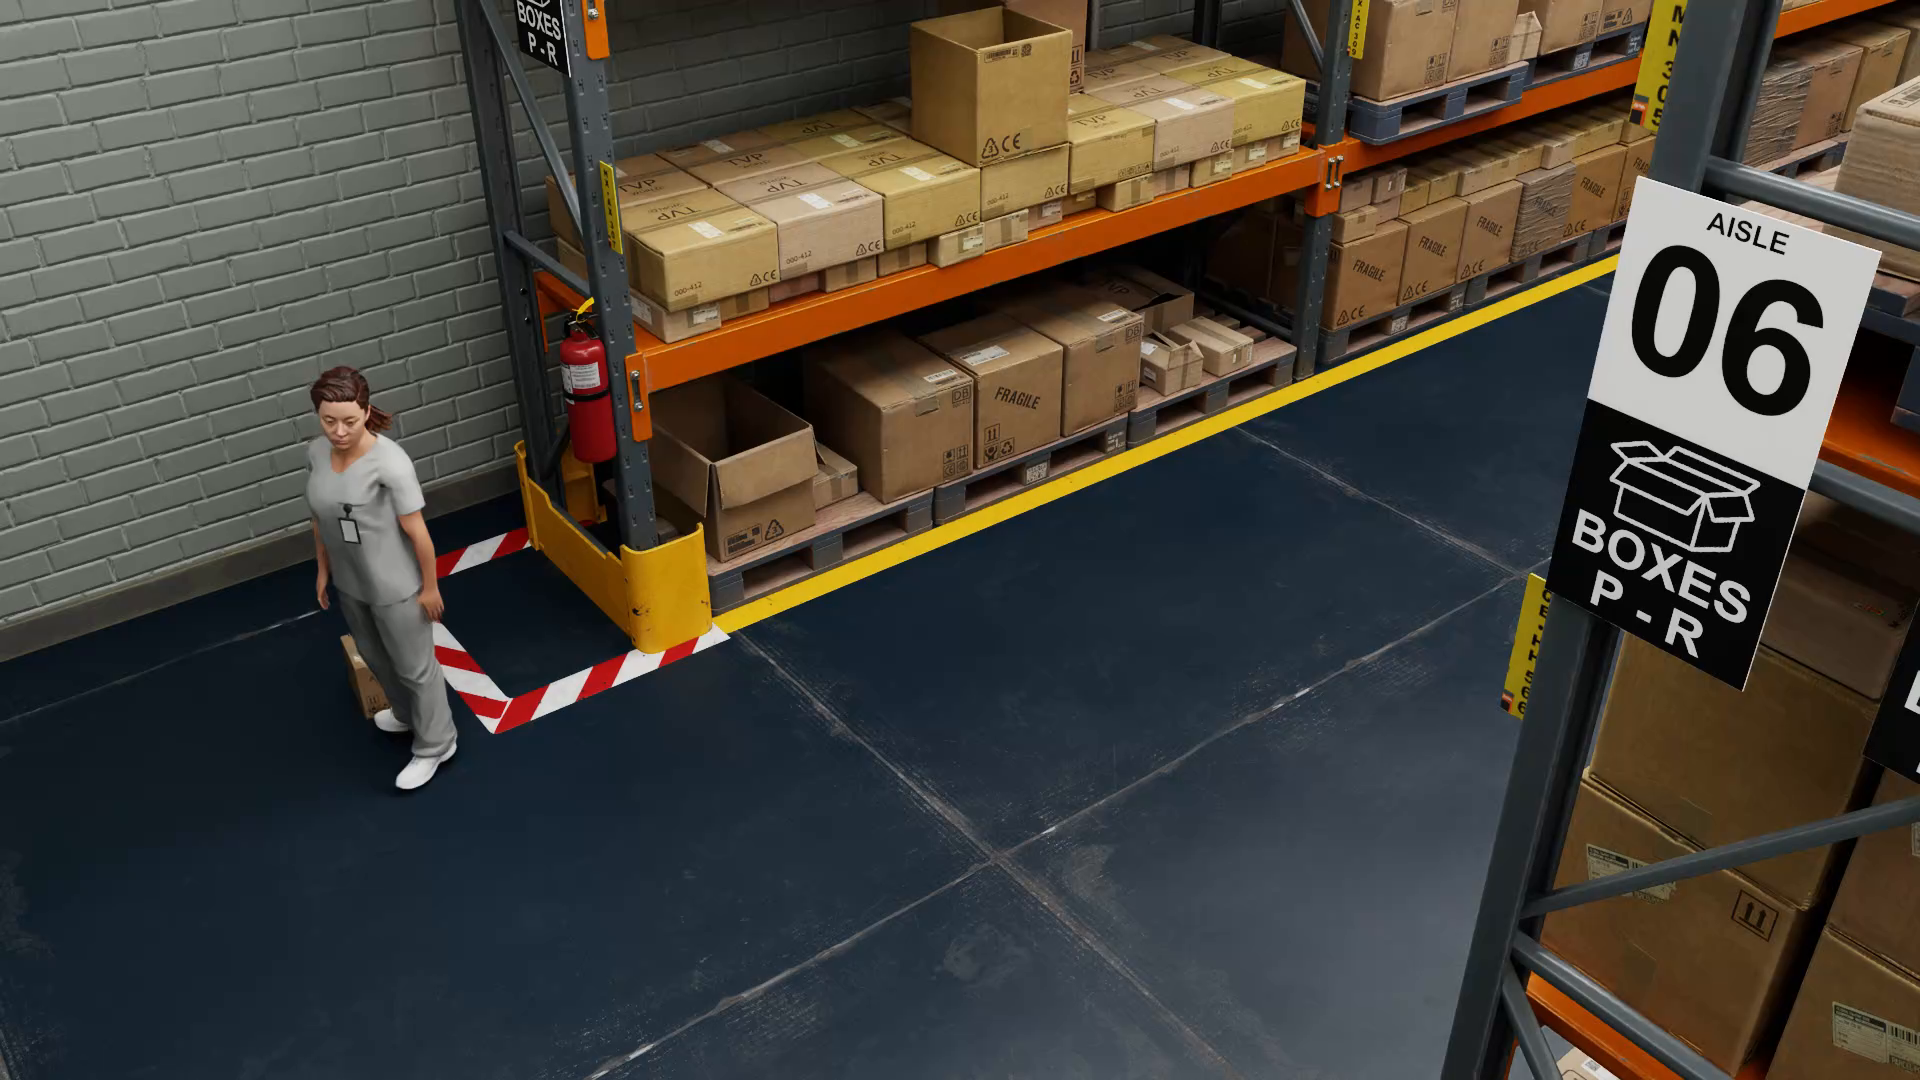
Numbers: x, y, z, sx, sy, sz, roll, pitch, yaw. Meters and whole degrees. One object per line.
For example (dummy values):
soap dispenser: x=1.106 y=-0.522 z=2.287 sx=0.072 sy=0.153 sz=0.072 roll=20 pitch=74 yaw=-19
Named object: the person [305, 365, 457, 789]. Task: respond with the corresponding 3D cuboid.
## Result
person: x=-2.077 y=0.120 z=5.910 sx=0.582 sy=1.673 sz=0.392 roll=17 pitch=36 yaw=25
